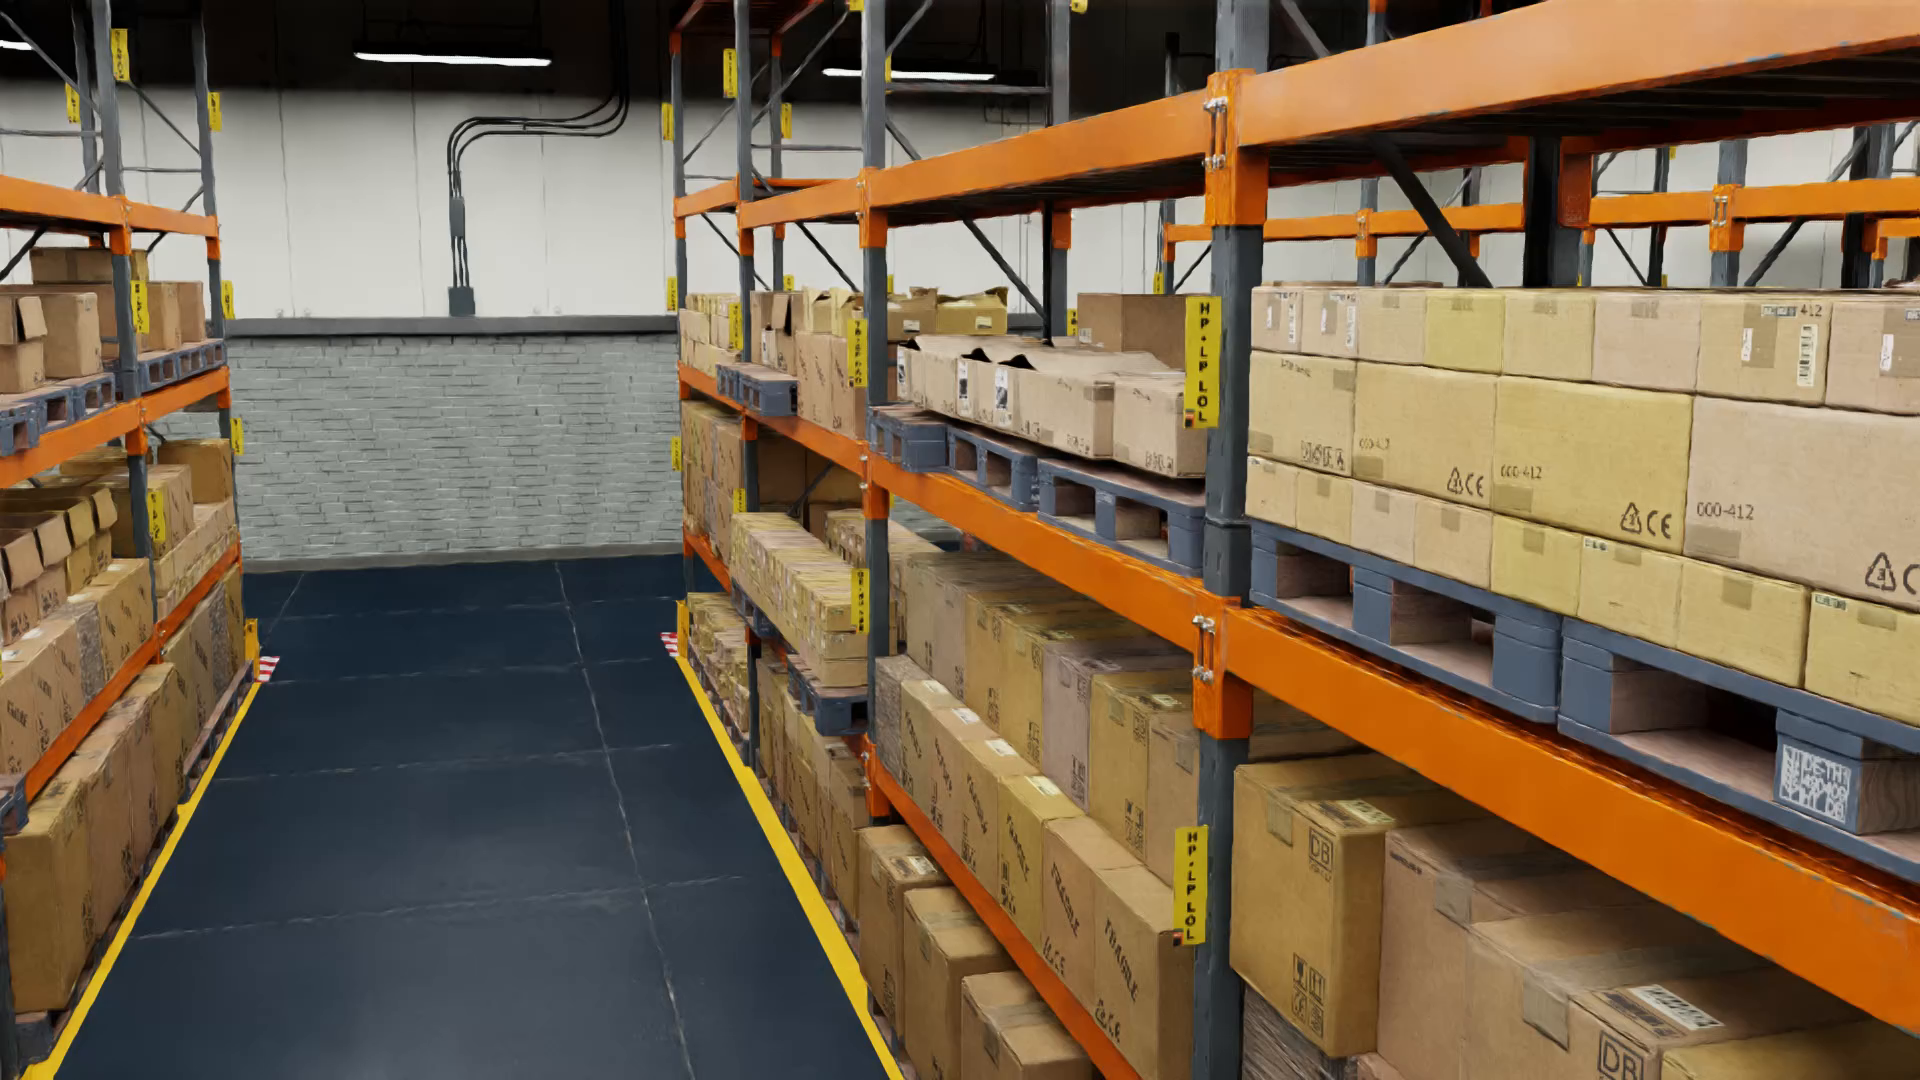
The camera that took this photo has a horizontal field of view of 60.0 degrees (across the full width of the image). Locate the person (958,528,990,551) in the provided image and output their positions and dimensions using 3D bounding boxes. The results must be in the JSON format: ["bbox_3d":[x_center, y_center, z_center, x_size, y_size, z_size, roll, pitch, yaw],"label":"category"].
[{"bbox_3d":[0.191,-0.068,17.713,0.565,1.769,0.554,8,12,40],"label":"person"}]
